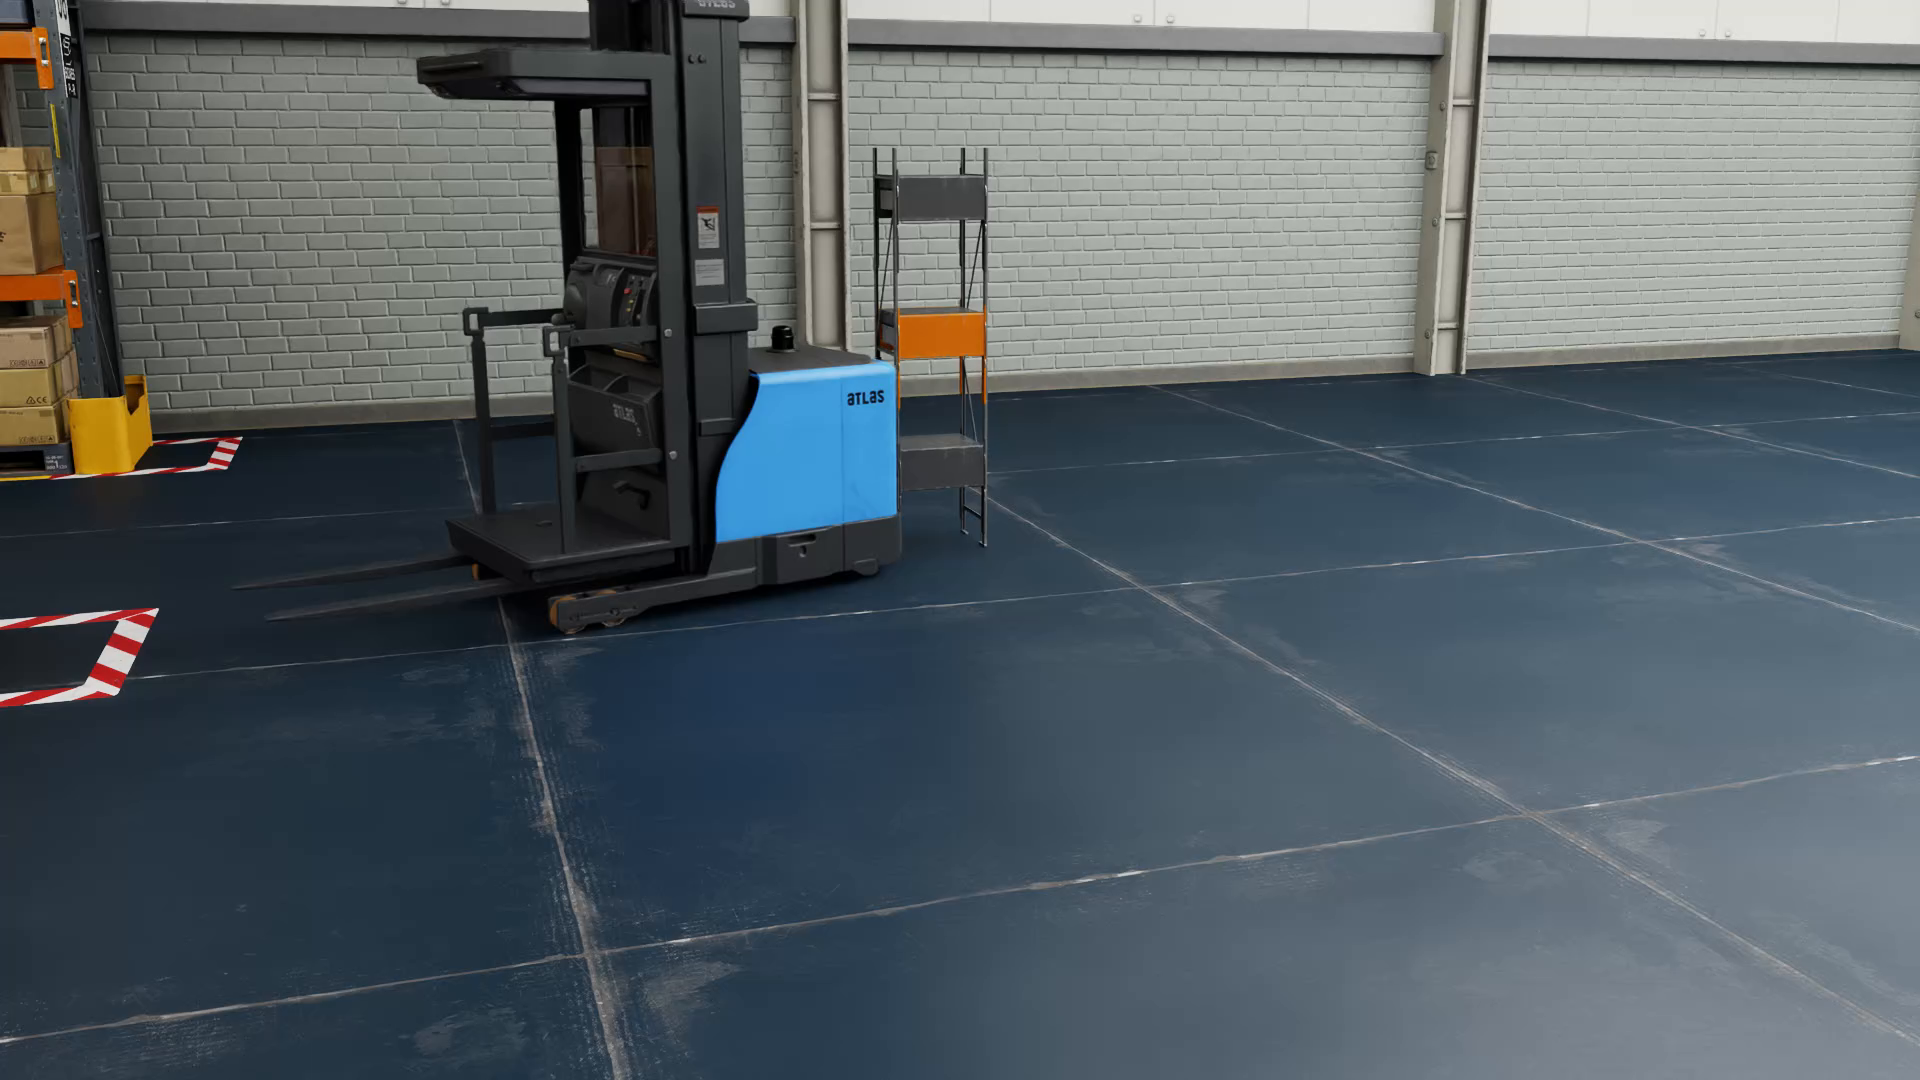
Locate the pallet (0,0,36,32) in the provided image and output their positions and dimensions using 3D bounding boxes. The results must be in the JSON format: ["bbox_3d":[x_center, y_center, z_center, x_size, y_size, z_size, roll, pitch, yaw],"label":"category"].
[{"bbox_3d":[-6.545,-3.391,10.628,1.213,0.211,1.003,-4,14,-18],"label":"pallet"}]

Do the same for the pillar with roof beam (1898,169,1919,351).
[{"bbox_3d":[11.619,-5.471,12.696,0.400,9.000,9.100,-4,14,-18],"label":"pillar with roof beam"}]

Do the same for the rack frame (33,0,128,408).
[{"bbox_3d":[-5.866,-2.022,11.160,0.127,3.000,1.000,-4,14,-18],"label":"rack frame"}]

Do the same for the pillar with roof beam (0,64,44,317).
[{"bbox_3d":[-5.441,-4.142,7.111,0.400,9.000,9.100,-4,14,-18],"label":"pillar with roof beam"}]

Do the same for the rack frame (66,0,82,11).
[{"bbox_3d":[-5.866,-4.940,10.466,0.127,3.000,1.000,-4,14,-18],"label":"rack frame"}]

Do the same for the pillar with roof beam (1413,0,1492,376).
[{"bbox_3d":[5.933,-5.028,10.835,0.400,9.000,9.100,-4,14,-18],"label":"pillar with roof beam"}]

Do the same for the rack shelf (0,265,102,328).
[{"bbox_3d":[-7.762,-1.524,10.623,4.000,0.370,1.077,-4,14,-18],"label":"rack shelf"}]

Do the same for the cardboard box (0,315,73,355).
[{"bbox_3d":[-6.382,-1.381,11.339,0.500,0.250,0.500,-5,14,-19],"label":"cardboard box"}]

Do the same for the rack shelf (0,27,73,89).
[{"bbox_3d":[-7.762,-2.983,10.276,4.000,0.370,1.077,-4,14,-18],"label":"rack shelf"}]

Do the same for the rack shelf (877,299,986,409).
[{"bbox_3d":[-0.157,-0.996,8.852,0.480,0.518,0.431,-4,14,-18],"label":"rack shelf"}]

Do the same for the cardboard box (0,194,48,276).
[{"bbox_3d":[-6.249,-1.976,10.754,0.500,0.500,0.500,-5,14,-19],"label":"cardboard box"}]

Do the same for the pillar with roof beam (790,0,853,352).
[{"bbox_3d":[0.246,-4.585,8.973,0.400,9.000,9.100,-4,14,-18],"label":"pillar with roof beam"}]

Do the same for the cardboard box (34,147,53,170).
[{"bbox_3d":[-6.253,-2.553,11.132,0.250,0.149,0.380,-5,14,-19],"label":"cardboard box"}]

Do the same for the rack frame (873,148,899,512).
[{"bbox_3d":[-0.388,-0.991,8.773,0.015,2.100,0.400,-4,14,-18],"label":"rack frame"}]

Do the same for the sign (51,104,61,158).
[{"bbox_3d":[-5.707,-2.580,10.494,0.005,0.325,0.100,-4,14,-18],"label":"sign"}]

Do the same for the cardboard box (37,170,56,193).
[{"bbox_3d":[-6.271,-2.418,11.207,0.250,0.149,0.380,-5,14,-20],"label":"cardboard box"}]

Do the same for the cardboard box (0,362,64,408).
[{"bbox_3d":[-6.228,-1.027,10.933,0.500,0.250,0.500,-5,14,-19],"label":"cardboard box"}]

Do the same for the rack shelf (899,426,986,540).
[{"bbox_3d":[-0.157,-0.315,9.014,0.480,0.518,0.431,-4,14,-18],"label":"rack shelf"}]

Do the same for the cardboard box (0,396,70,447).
[{"bbox_3d":[-6.211,-0.784,10.993,0.500,0.250,0.500,-4,14,-18],"label":"cardboard box"}]

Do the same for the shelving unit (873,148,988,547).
[{"bbox_3d":[-0.157,-1.009,8.848,0.503,2.100,0.431,-4,14,-18],"label":"shelving unit"}]

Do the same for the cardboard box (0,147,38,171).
[{"bbox_3d":[-6.139,-2.458,10.734,0.250,0.149,0.380,-4,14,-18],"label":"cardboard box"}]

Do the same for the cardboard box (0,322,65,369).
[{"bbox_3d":[-6.203,-1.272,10.883,0.500,0.250,0.500,-4,14,-16],"label":"cardboard box"}]

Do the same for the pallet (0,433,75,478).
[{"bbox_3d":[-6.578,-0.600,11.207,1.213,0.211,1.003,-4,14,-18],"label":"pallet"}]

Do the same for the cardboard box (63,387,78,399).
[{"bbox_3d":[-6.394,-0.895,11.458,0.500,0.250,0.500,-4,14,-18],"label":"cardboard box"}]

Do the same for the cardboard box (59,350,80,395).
[{"bbox_3d":[-6.378,-1.142,11.417,0.500,0.250,0.500,-4,14,-17],"label":"cardboard box"}]

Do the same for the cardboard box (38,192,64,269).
[{"bbox_3d":[-6.425,-2.095,11.251,0.500,0.500,0.500,-4,14,-16],"label":"cardboard box"}]

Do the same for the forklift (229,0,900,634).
[{"bbox_3d":[-1.799,-1.147,7.633,3.031,2.935,1.130,-9,16,-34],"label":"forklift"}]

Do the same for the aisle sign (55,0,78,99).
[{"bbox_3d":[-5.710,-3.227,10.609,0.004,0.787,0.394,-4,14,-18],"label":"aisle sign"}]

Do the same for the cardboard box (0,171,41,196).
[{"bbox_3d":[-6.106,-2.299,10.707,0.250,0.149,0.380,-4,14,-17],"label":"cardboard box"}]

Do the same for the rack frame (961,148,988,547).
[{"bbox_3d":[0.074,-1.027,8.924,0.015,2.100,0.400,-4,14,-18],"label":"rack frame"}]

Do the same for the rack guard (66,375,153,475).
[{"bbox_3d":[-5.844,-0.807,11.457,0.348,0.500,1.175,-4,14,-18],"label":"rack guard"}]

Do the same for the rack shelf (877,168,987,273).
[{"bbox_3d":[-0.157,-1.677,8.690,0.480,0.518,0.431,-4,14,-18],"label":"rack shelf"}]
